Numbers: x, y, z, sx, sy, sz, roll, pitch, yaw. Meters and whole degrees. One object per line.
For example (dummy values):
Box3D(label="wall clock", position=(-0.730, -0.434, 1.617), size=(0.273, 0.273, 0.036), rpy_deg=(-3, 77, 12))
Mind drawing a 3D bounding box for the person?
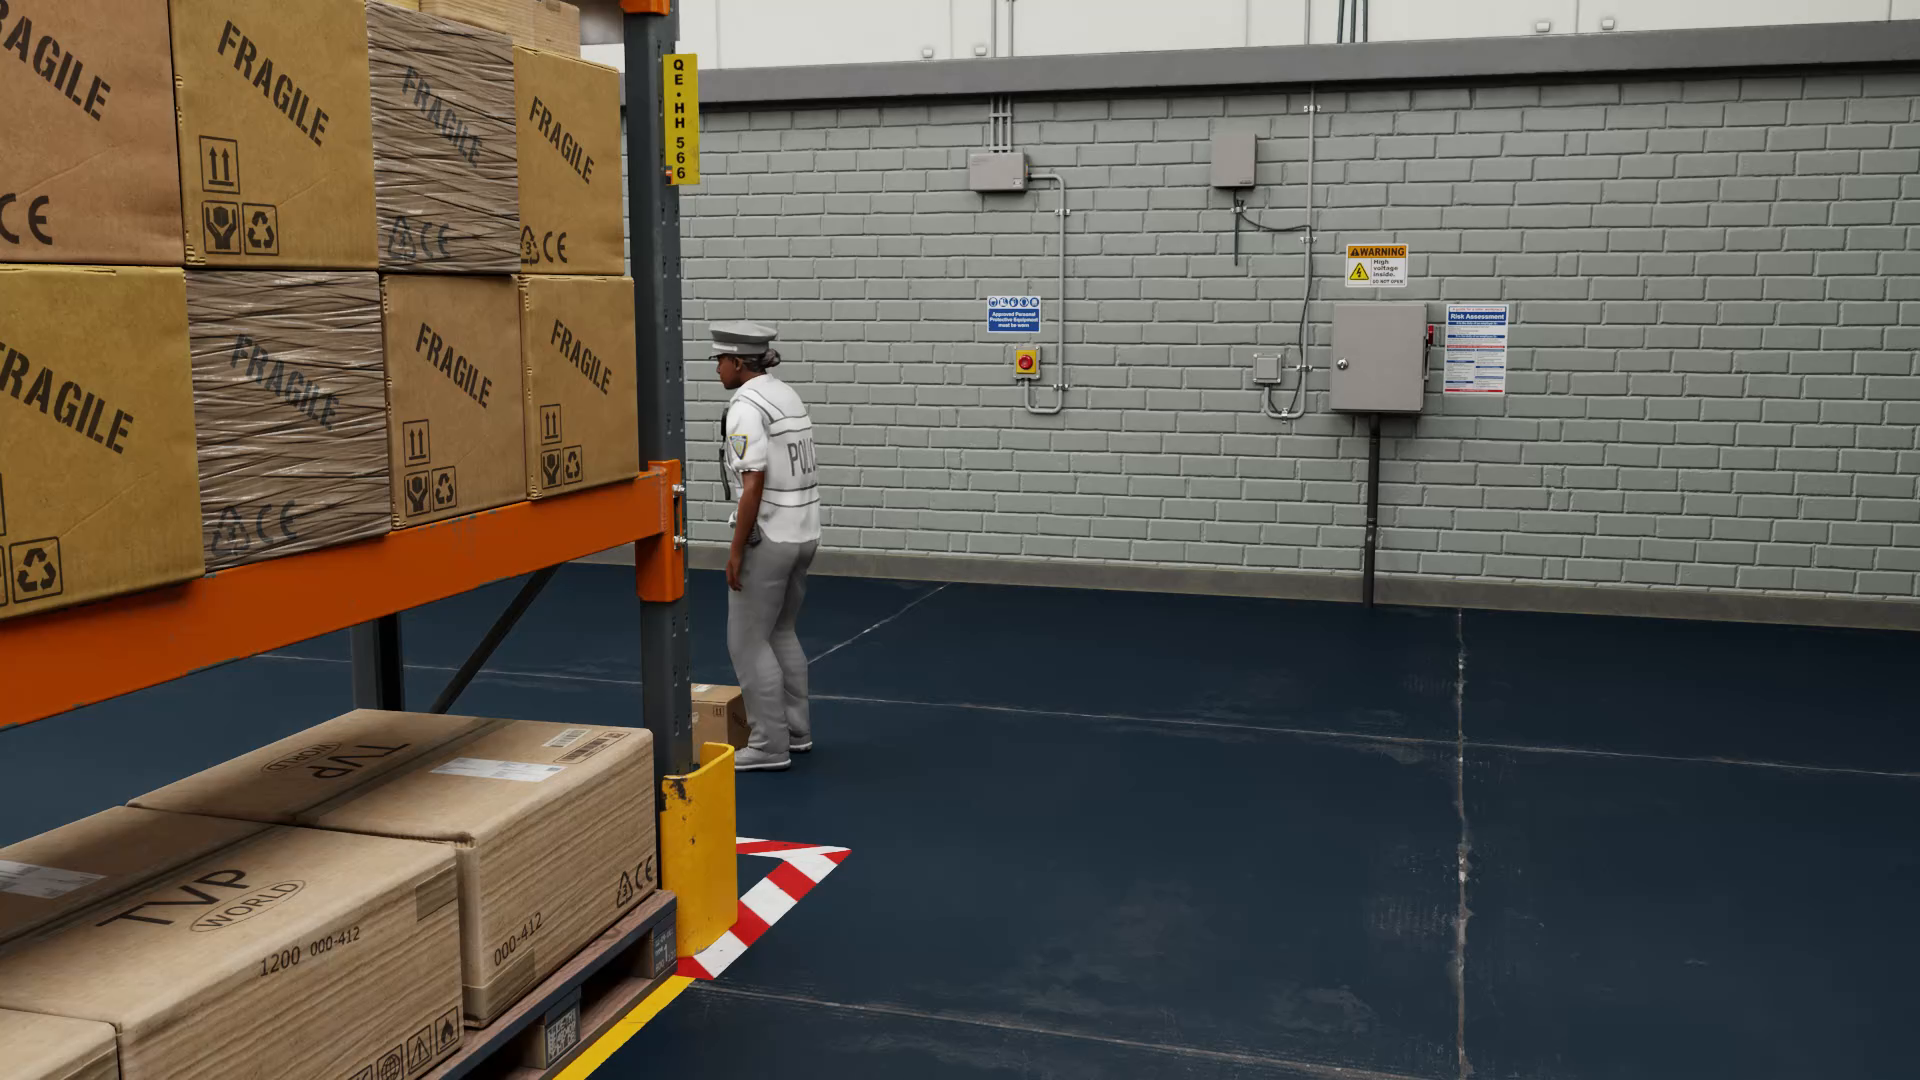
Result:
Box3D(label="person", position=(-0.729, 0.019, 6.218), size=(0.395, 1.658, 0.504), rpy_deg=(3, 9, 16))
